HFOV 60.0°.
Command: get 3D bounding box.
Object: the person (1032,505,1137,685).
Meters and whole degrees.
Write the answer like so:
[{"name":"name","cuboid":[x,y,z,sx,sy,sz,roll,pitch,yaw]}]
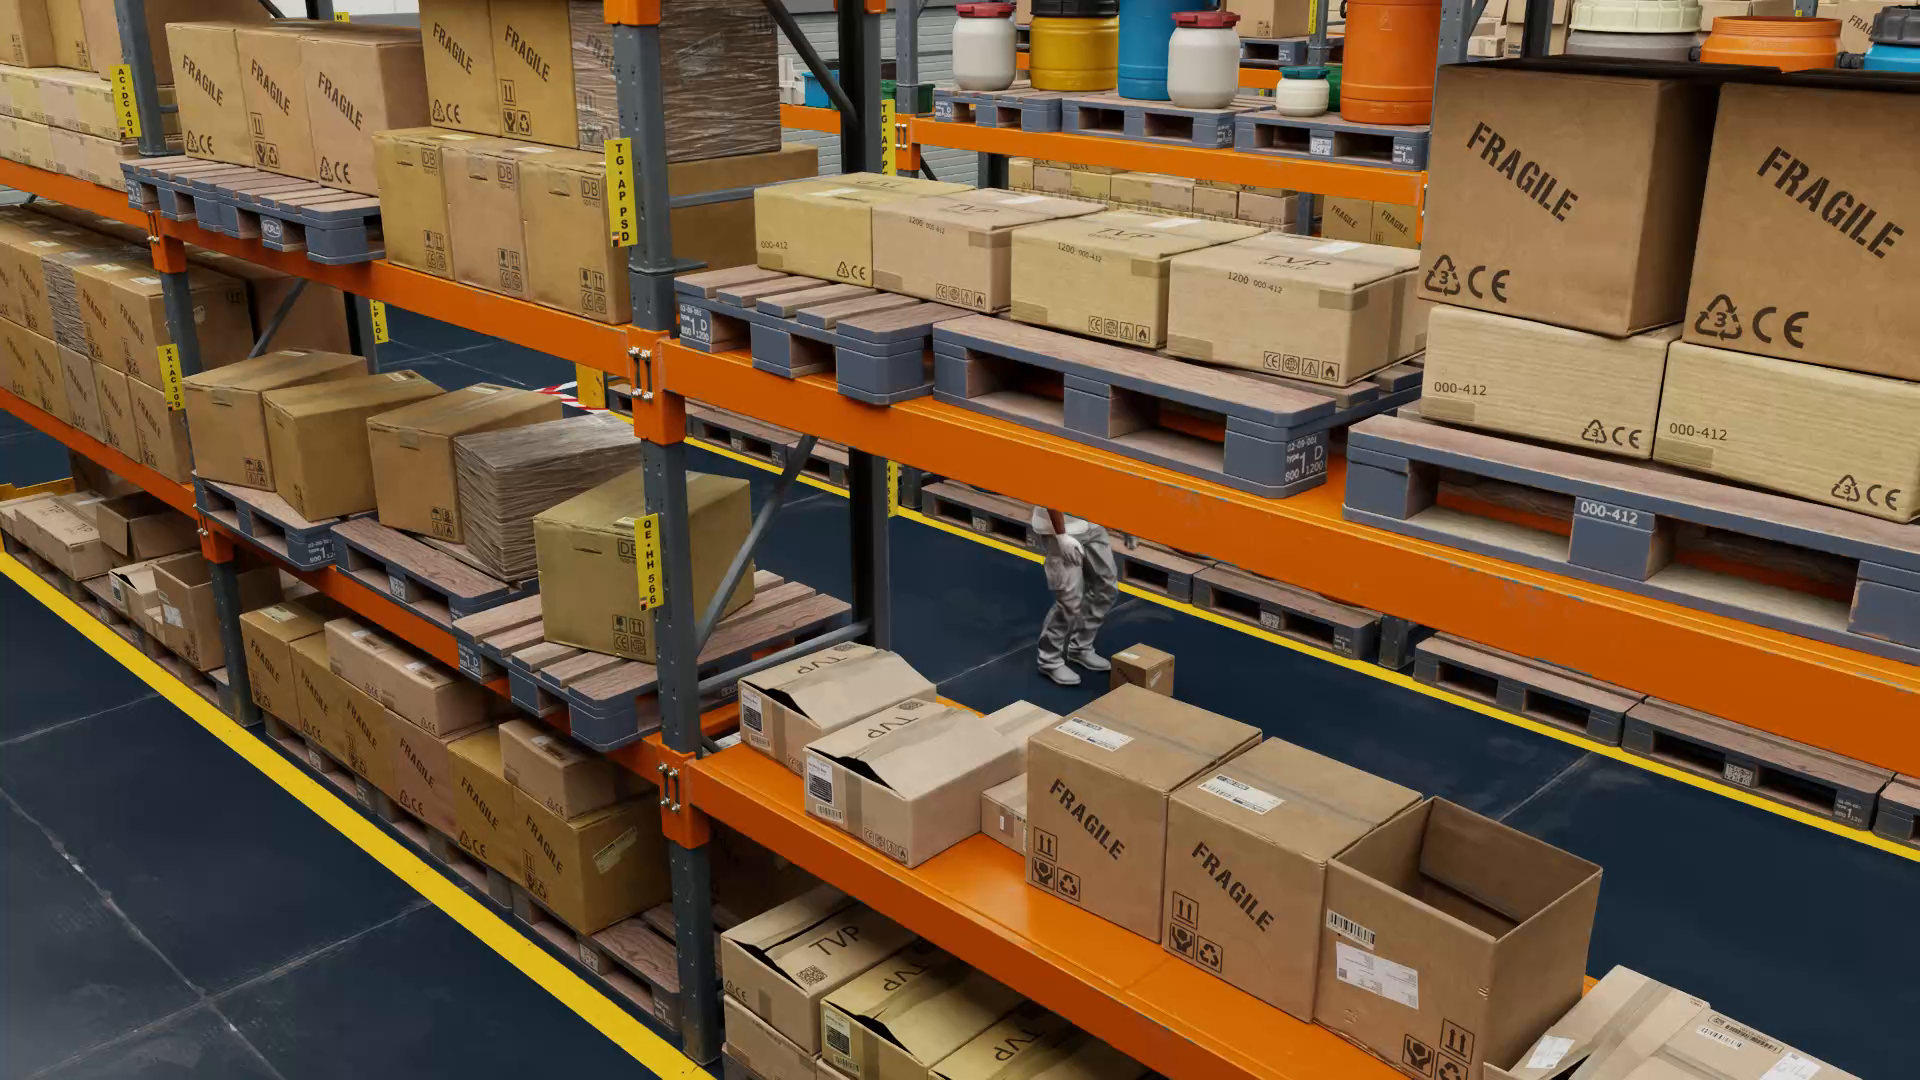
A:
[{"name":"person","cuboid":[0.688,-0.049,9.292,0.580,1.709,0.497,-18,27,-40]}]
